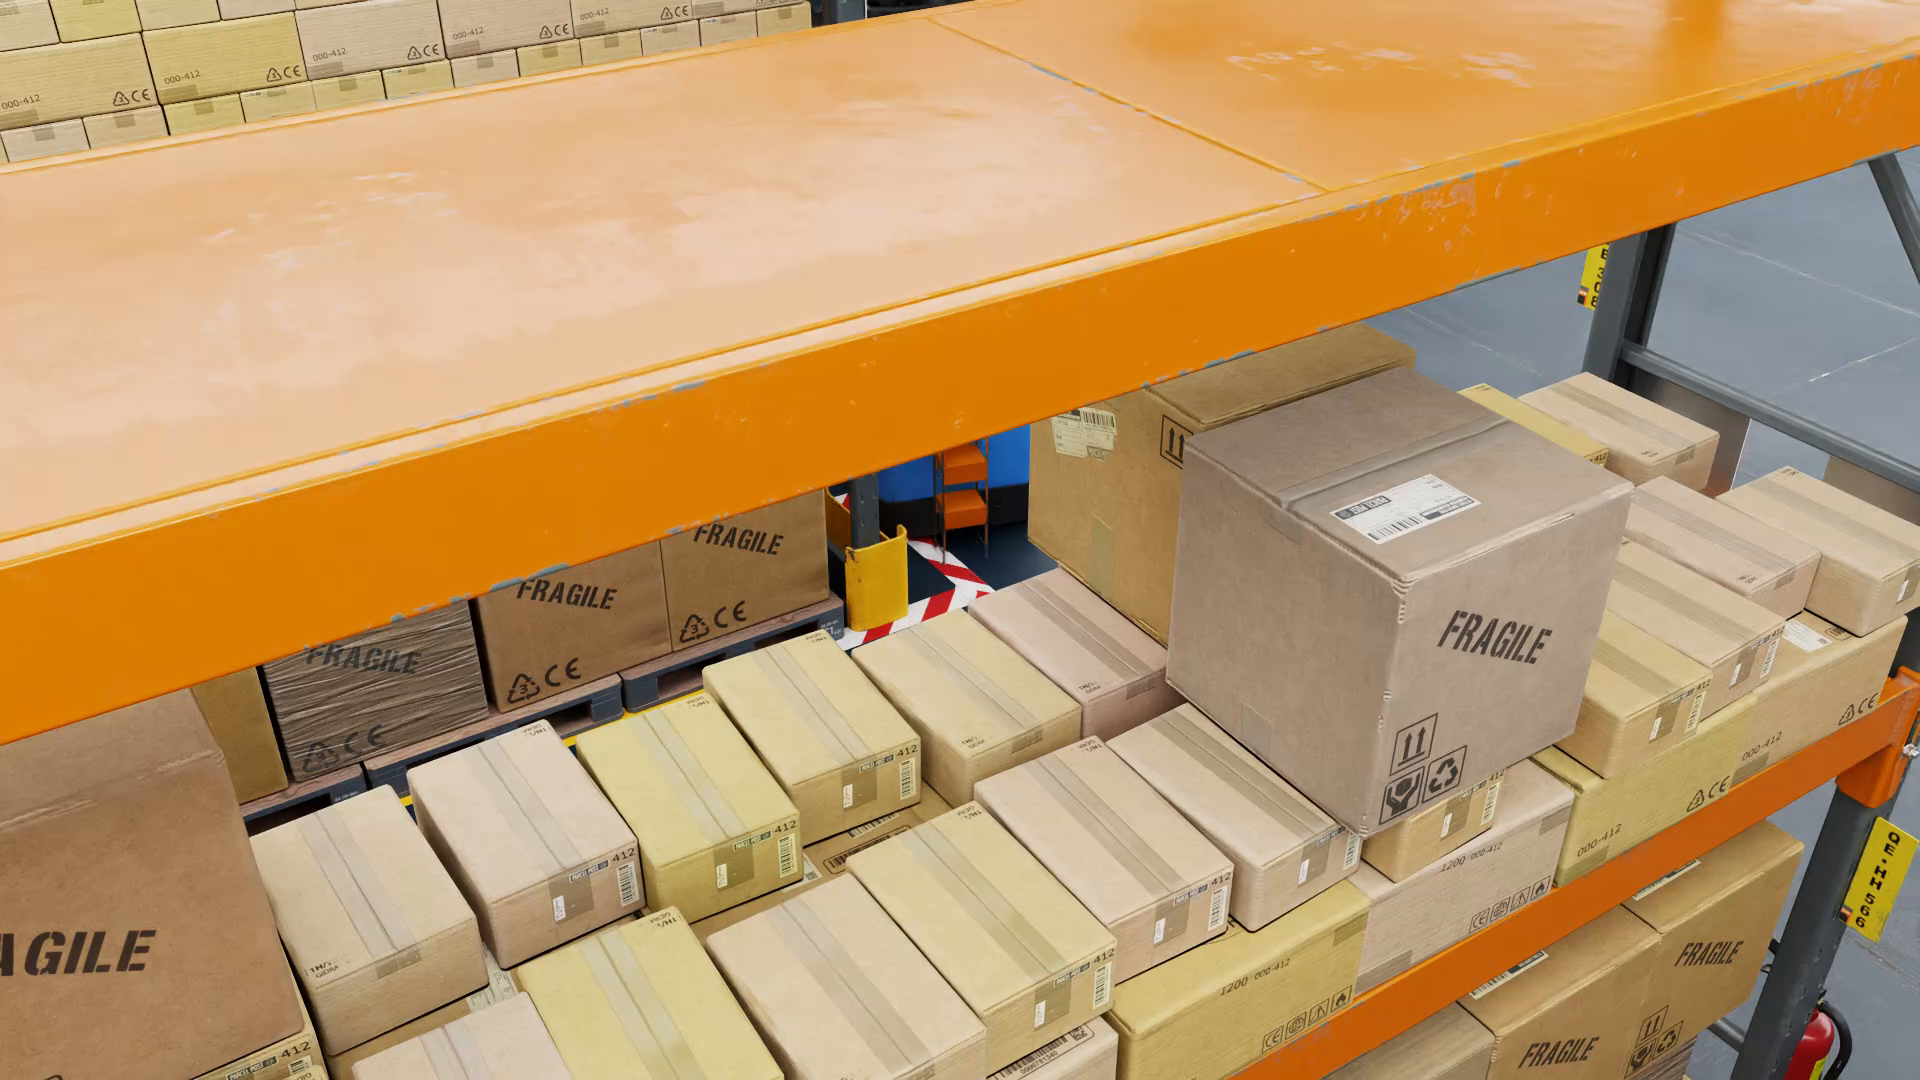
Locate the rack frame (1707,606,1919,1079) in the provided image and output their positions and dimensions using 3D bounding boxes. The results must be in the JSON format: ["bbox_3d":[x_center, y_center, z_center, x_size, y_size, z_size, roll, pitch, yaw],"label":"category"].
[{"bbox_3d":[1.873,1.170,4.705,0.127,3.000,1.000,-19,37,-27],"label":"rack frame"}]

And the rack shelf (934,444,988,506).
[{"bbox_3d":[0.003,-0.357,8.974,0.240,0.259,0.215,-9,33,-14],"label":"rack shelf"}]

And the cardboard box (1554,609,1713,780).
[{"bbox_3d":[1.158,0.250,3.119,0.250,0.149,0.380,-19,37,-27],"label":"cardboard box"}]

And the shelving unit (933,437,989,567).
[{"bbox_3d":[0.003,-0.366,8.968,0.252,1.050,0.215,-9,33,-14],"label":"shelving unit"}]

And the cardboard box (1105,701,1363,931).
[{"bbox_3d":[0.456,0.447,2.806,0.250,0.149,0.380,-21,38,-30],"label":"cardboard box"}]

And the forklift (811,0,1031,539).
[{"bbox_3d":[-0.359,-2.016,9.821,1.130,2.935,3.031,-9,33,-14],"label":"forklift"}]

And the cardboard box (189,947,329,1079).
[{"bbox_3d":[-1.098,0.692,2.418,0.250,0.149,0.380,-19,37,-27],"label":"cardboard box"}]

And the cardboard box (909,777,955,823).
[{"bbox_3d":[0.045,0.434,3.201,0.500,0.250,0.500,-18,36,-26],"label":"cardboard box"}]

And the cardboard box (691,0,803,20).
[{"bbox_3d":[-0.989,-2.368,6.876,0.500,0.250,0.500,-18,37,-27],"label":"cardboard box"}]

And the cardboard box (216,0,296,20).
[{"bbox_3d":[-2.532,-1.968,5.869,0.250,0.149,0.380,-19,37,-27],"label":"cardboard box"}]

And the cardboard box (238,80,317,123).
[{"bbox_3d":[-2.532,-1.631,6.083,0.250,0.149,0.380,-19,37,-27],"label":"cardboard box"}]

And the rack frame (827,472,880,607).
[{"bbox_3d":[-0.729,-1.084,8.278,0.127,3.000,1.000,-19,37,-27],"label":"rack frame"}]

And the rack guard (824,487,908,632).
[{"bbox_3d":[-0.709,-0.033,8.956,0.348,0.500,1.175,-19,37,-27],"label":"rack guard"}]

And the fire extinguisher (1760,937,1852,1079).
[{"bbox_3d":[2.219,1.376,4.451,0.183,0.674,0.296,-19,37,-27],"label":"fire extinguisher"}]

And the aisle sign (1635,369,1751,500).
[{"bbox_3d":[1.763,-0.082,4.254,0.004,0.787,0.394,-19,37,-27],"label":"aisle sign"}]

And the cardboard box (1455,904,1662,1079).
[{"bbox_3d":[1.128,0.996,3.672,0.500,0.500,0.500,-19,37,-27],"label":"cardboard box"}]

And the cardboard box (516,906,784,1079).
[{"bbox_3d":[-0.439,0.730,2.359,0.250,0.149,0.380,-18,36,-26],"label":"cardboard box"}]

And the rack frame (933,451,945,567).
[{"bbox_3d":[-0.114,-0.348,8.939,0.008,1.050,0.200,-9,33,-14],"label":"rack frame"}]

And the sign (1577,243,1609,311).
[{"bbox_3d":[1.579,-0.712,4.058,0.005,0.325,0.100,-19,37,-27],"label":"sign"}]

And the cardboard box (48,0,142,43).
[{"bbox_3d":[-2.961,-1.820,5.635,0.250,0.149,0.380,-20,37,-28],"label":"cardboard box"}]

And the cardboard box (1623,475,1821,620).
[{"bbox_3d":[1.526,0.039,3.454,0.250,0.149,0.380,-20,37,-29],"label":"cardboard box"}]

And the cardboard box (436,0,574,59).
[{"bbox_3d":[-1.833,-2.079,6.418,0.500,0.250,0.500,-19,37,-28],"label":"cardboard box"}]

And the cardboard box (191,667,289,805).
[{"bbox_3d":[-3.525,0.643,7.138,0.875,0.875,0.875,-18,37,-27],"label":"cardboard box"}]

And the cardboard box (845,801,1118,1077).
[{"bbox_3d":[0.027,0.603,2.560,0.250,0.149,0.380,-20,37,-28],"label":"cardboard box"}]

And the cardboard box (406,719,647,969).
[{"bbox_3d":[-0.716,0.490,2.739,0.250,0.149,0.380,-20,37,-29],"label":"cardboard box"}]

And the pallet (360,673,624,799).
[{"bbox_3d":[-2.383,0.713,8.044,1.213,0.211,1.003,-19,37,-27],"label":"pallet"}]

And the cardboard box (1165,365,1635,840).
[{"bbox_3d":[0.707,0.083,2.776,0.500,0.500,0.500,-19,37,-27],"label":"cardboard box"}]

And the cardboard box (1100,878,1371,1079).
[{"bbox_3d":[0.332,0.656,2.850,0.500,0.250,0.500,-20,37,-28],"label":"cardboard box"}]

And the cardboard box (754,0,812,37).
[{"bbox_3d":[-0.825,-2.218,7.013,0.250,0.149,0.380,-19,37,-27],"label":"cardboard box"}]

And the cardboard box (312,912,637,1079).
[{"bbox_3d":[-0.803,0.726,2.739,0.500,0.250,0.500,-18,36,-26],"label":"cardboard box"}]

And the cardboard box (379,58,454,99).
[{"bbox_3d":[-2.107,-1.777,6.314,0.250,0.149,0.380,-18,37,-27],"label":"cardboard box"}]

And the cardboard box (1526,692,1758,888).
[{"bbox_3d":[1.187,0.364,3.313,0.500,0.250,0.500,-19,37,-27],"label":"cardboard box"}]

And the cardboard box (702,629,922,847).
[{"bbox_3d":[-0.267,0.345,2.968,0.250,0.149,0.380,-17,36,-25],"label":"cardboard box"}]

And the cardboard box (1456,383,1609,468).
[{"bbox_3d":[1.246,-0.197,3.827,0.250,0.149,0.380,-18,37,-26],"label":"cardboard box"}]

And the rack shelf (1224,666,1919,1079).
[{"bbox_3d":[0.192,0.784,3.181,4.000,0.370,1.077,-19,37,-27],"label":"rack shelf"}]

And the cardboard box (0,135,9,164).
[{"bbox_3d":[-3.385,-1.338,5.618,0.250,0.149,0.380,-19,37,-27],"label":"cardboard box"}]

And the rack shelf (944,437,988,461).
[{"bbox_3d":[0.003,-0.597,8.822,0.240,0.259,0.215,-9,33,-14],"label":"rack shelf"}]

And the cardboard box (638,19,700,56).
[{"bbox_3d":[-1.253,-2.071,6.779,0.250,0.149,0.380,-18,37,-27],"label":"cardboard box"}]

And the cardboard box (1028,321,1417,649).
[{"bbox_3d":[0.479,-0.170,3.177,0.500,0.500,0.500,-19,37,-27],"label":"cardboard box"}]

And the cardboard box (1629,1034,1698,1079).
[{"bbox_3d":[1.396,1.148,4.367,0.500,0.500,0.875,-19,37,-27],"label":"cardboard box"}]

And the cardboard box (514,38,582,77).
[{"bbox_3d":[-1.681,-1.923,6.546,0.250,0.149,0.380,-20,37,-28],"label":"cardboard box"}]

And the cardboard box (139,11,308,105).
[{"bbox_3d":[-2.682,-1.787,5.955,0.500,0.250,0.500,-19,37,-28],"label":"cardboard box"}]

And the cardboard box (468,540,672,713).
[{"bbox_3d":[-2.002,0.118,7.970,0.875,0.875,0.875,-20,37,-28],"label":"cardboard box"}]

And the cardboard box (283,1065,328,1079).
[{"bbox_3d":[-0.862,0.889,2.106,0.250,0.149,0.380,-21,38,-30],"label":"cardboard box"}]

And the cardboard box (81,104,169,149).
[{"bbox_3d":[-2.963,-1.482,5.846,0.250,0.149,0.380,-20,37,-28],"label":"cardboard box"}]

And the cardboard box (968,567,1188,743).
[{"bbox_3d":[0.220,0.226,3.158,0.250,0.149,0.380,-19,37,-28],"label":"cardboard box"}]
